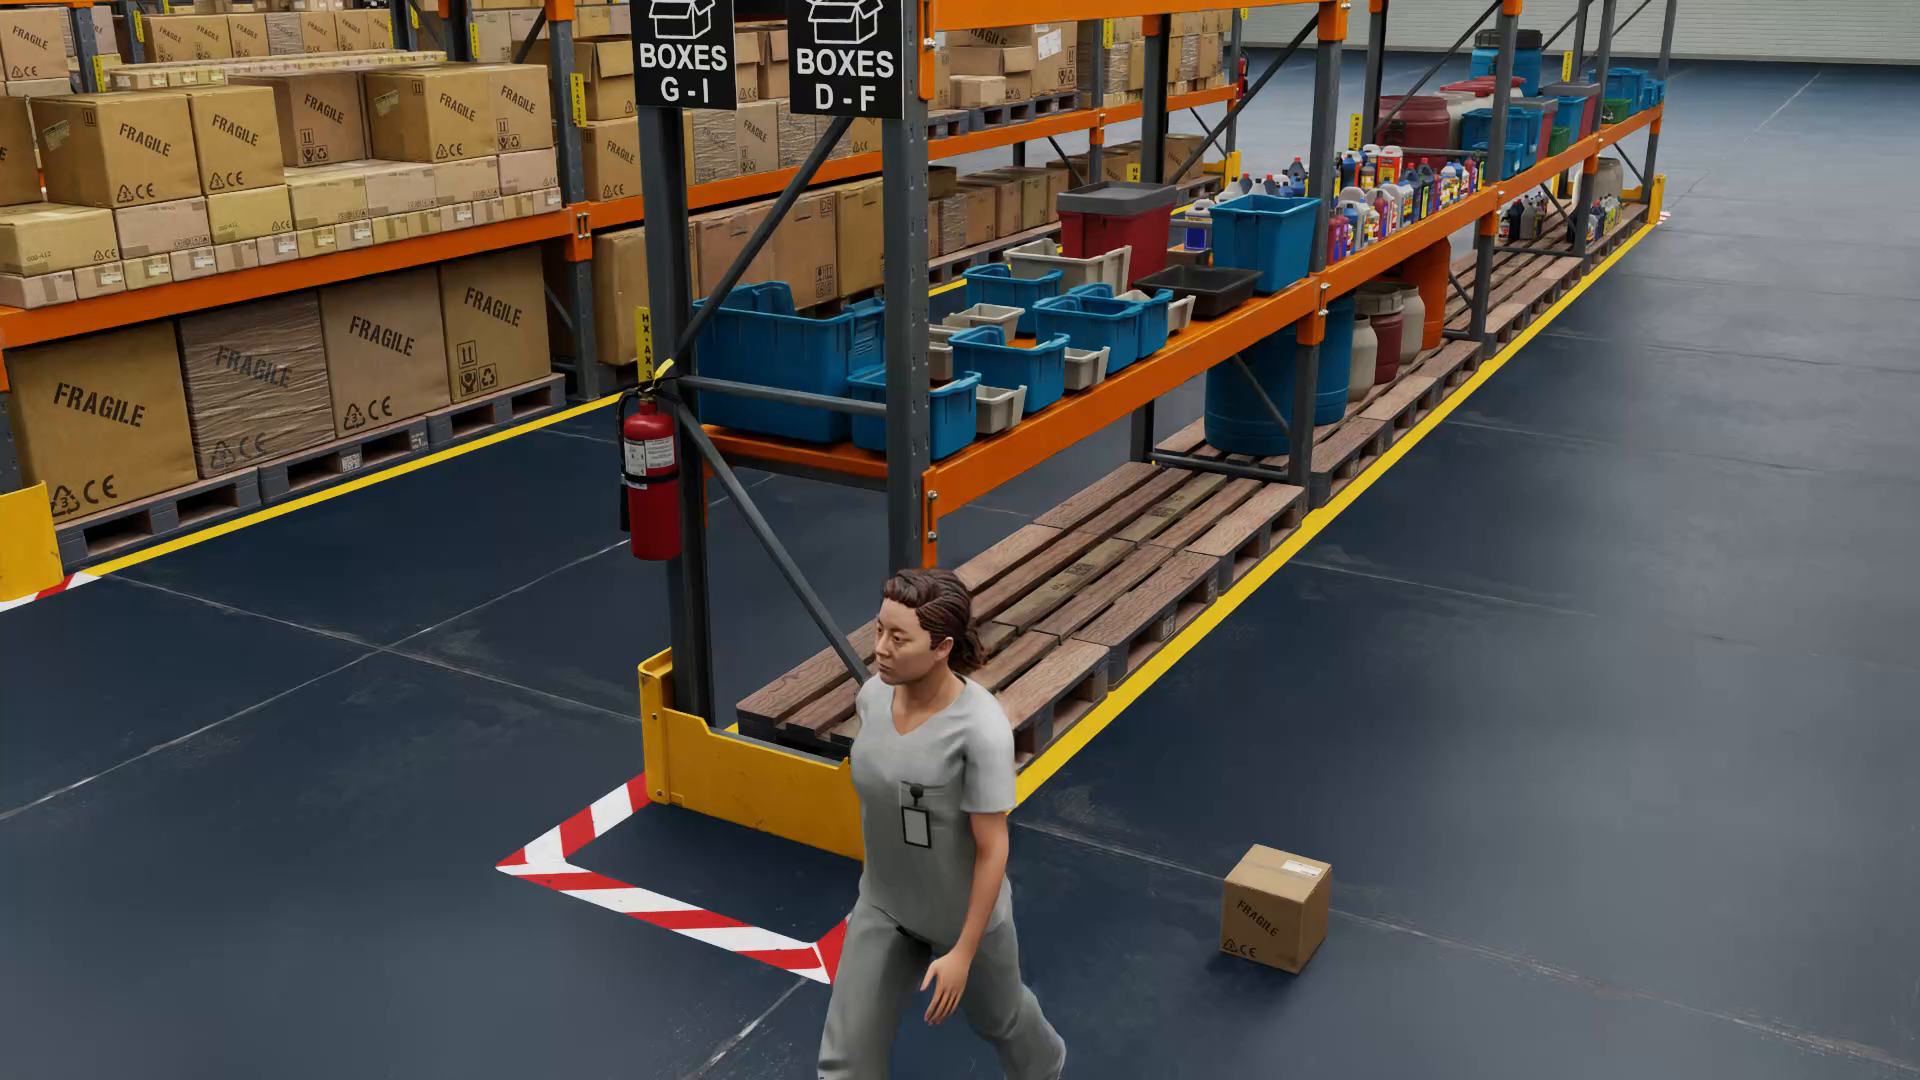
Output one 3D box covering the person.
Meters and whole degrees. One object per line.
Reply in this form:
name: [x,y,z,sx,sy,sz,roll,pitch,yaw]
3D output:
person: [-0.070,0.827,3.751,0.467,1.612,1.058,12,23,31]
